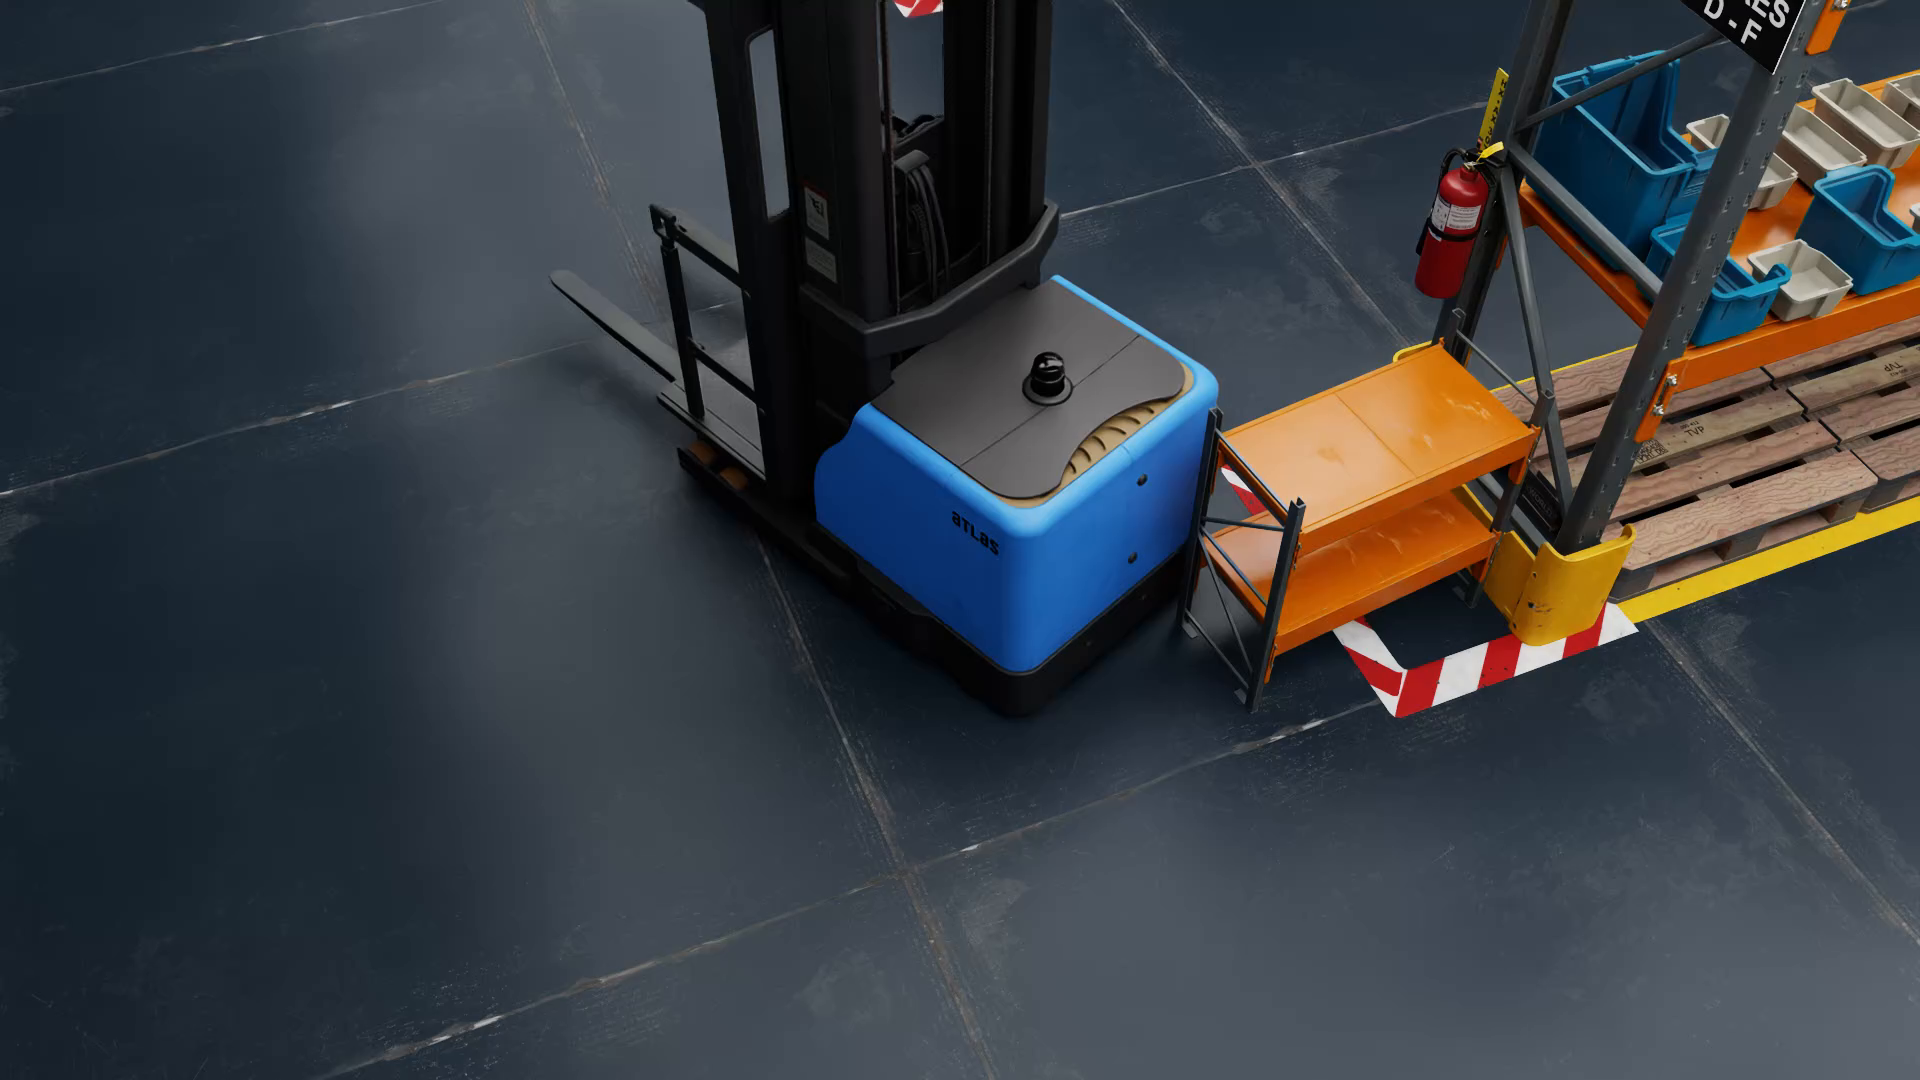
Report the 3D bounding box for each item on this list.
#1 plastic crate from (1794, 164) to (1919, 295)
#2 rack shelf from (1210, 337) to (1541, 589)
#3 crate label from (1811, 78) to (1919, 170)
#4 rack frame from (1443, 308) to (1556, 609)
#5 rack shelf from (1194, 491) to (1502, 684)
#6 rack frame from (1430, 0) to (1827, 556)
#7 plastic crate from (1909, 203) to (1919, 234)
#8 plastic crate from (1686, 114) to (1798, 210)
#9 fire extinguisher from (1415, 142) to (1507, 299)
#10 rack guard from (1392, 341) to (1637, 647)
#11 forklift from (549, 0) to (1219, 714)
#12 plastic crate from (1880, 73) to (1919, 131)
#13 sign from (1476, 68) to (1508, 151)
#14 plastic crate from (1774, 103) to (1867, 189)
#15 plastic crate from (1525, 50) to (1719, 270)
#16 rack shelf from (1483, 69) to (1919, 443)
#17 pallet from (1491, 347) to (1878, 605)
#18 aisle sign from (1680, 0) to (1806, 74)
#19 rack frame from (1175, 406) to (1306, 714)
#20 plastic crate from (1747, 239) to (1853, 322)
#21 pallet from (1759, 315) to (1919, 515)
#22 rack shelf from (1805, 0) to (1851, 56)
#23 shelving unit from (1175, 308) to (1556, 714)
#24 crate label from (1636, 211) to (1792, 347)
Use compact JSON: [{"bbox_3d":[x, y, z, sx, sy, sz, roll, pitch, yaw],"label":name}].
[{"bbox_3d":[3.044,-1.031,5.570,0.300,0.233,0.416,-17,52,-14],"label":"plastic crate"},{"bbox_3d":[1.399,-0.279,5.703,1.000,0.278,0.538,-22,53,-18],"label":"rack shelf"},{"bbox_3d":[3.290,-1.502,6.038,0.243,0.136,0.396,-17,52,-14],"label":"crate label"},{"bbox_3d":[1.846,-0.273,6.083,0.032,1.125,0.500,-22,53,-18],"label":"rack frame"},{"bbox_3d":[1.399,0.071,6.111,1.000,0.278,0.538,-22,53,-18],"label":"rack shelf"},{"bbox_3d":[2.082,-1.038,5.505,0.127,3.000,1.000,-17,52,-14],"label":"rack frame"},{"bbox_3d":[3.391,-1.039,5.640,0.298,0.136,0.250,-17,52,-14],"label":"plastic crate"},{"bbox_3d":[2.768,-1.332,5.892,0.243,0.136,0.396,-17,52,-14],"label":"plastic crate"},{"bbox_3d":[1.770,-1.167,5.912,0.183,0.674,0.296,-17,52,-14],"label":"fire extinguisher"},{"bbox_3d":[2.064,-0.207,6.439,0.348,0.500,1.175,-17,52,-14],"label":"rack guard"},{"bbox_3d":[-0.498,-1.341,5.810,3.031,2.935,1.130,37,59,27],"label":"forklift"},{"bbox_3d":[3.558,-1.600,6.122,0.250,0.136,0.298,-17,52,-14],"label":"plastic crate"},{"bbox_3d":[1.859,-1.473,5.771,0.005,0.325,0.100,-17,52,-14],"label":"sign"},{"bbox_3d":[3.042,-1.405,5.955,0.243,0.136,0.396,-17,52,-14],"label":"plastic crate"},{"bbox_3d":[2.321,-1.296,5.664,0.499,0.435,0.616,-17,52,-14],"label":"plastic crate"},{"bbox_3d":[3.933,-1.377,6.270,4.000,0.370,1.077,-17,52,-14],"label":"rack shelf"},{"bbox_3d":[2.860,-0.338,6.742,1.213,0.211,1.003,-17,52,-14],"label":"pallet"},{"bbox_3d":[2.127,-1.655,4.322,0.004,0.787,0.394,-17,52,-14],"label":"aisle sign"},{"bbox_3d":[0.953,0.095,5.767,0.032,1.125,0.500,-22,53,-18],"label":"rack frame"},{"bbox_3d":[2.763,-0.845,5.473,0.298,0.136,0.250,-17,52,-14],"label":"plastic crate"},{"bbox_3d":[3.987,-0.686,7.040,1.213,0.211,1.003,-17,52,-14],"label":"pallet"},{"bbox_3d":[3.933,-2.354,5.132,4.000,0.370,1.077,-17,52,-14],"label":"rack shelf"},{"bbox_3d":[1.399,-0.089,5.925,1.048,1.125,0.538,-22,53,-18],"label":"shelving unit"},{"bbox_3d":[2.435,-0.842,5.408,0.303,0.233,0.416,-17,52,-14],"label":"crate label"}]
